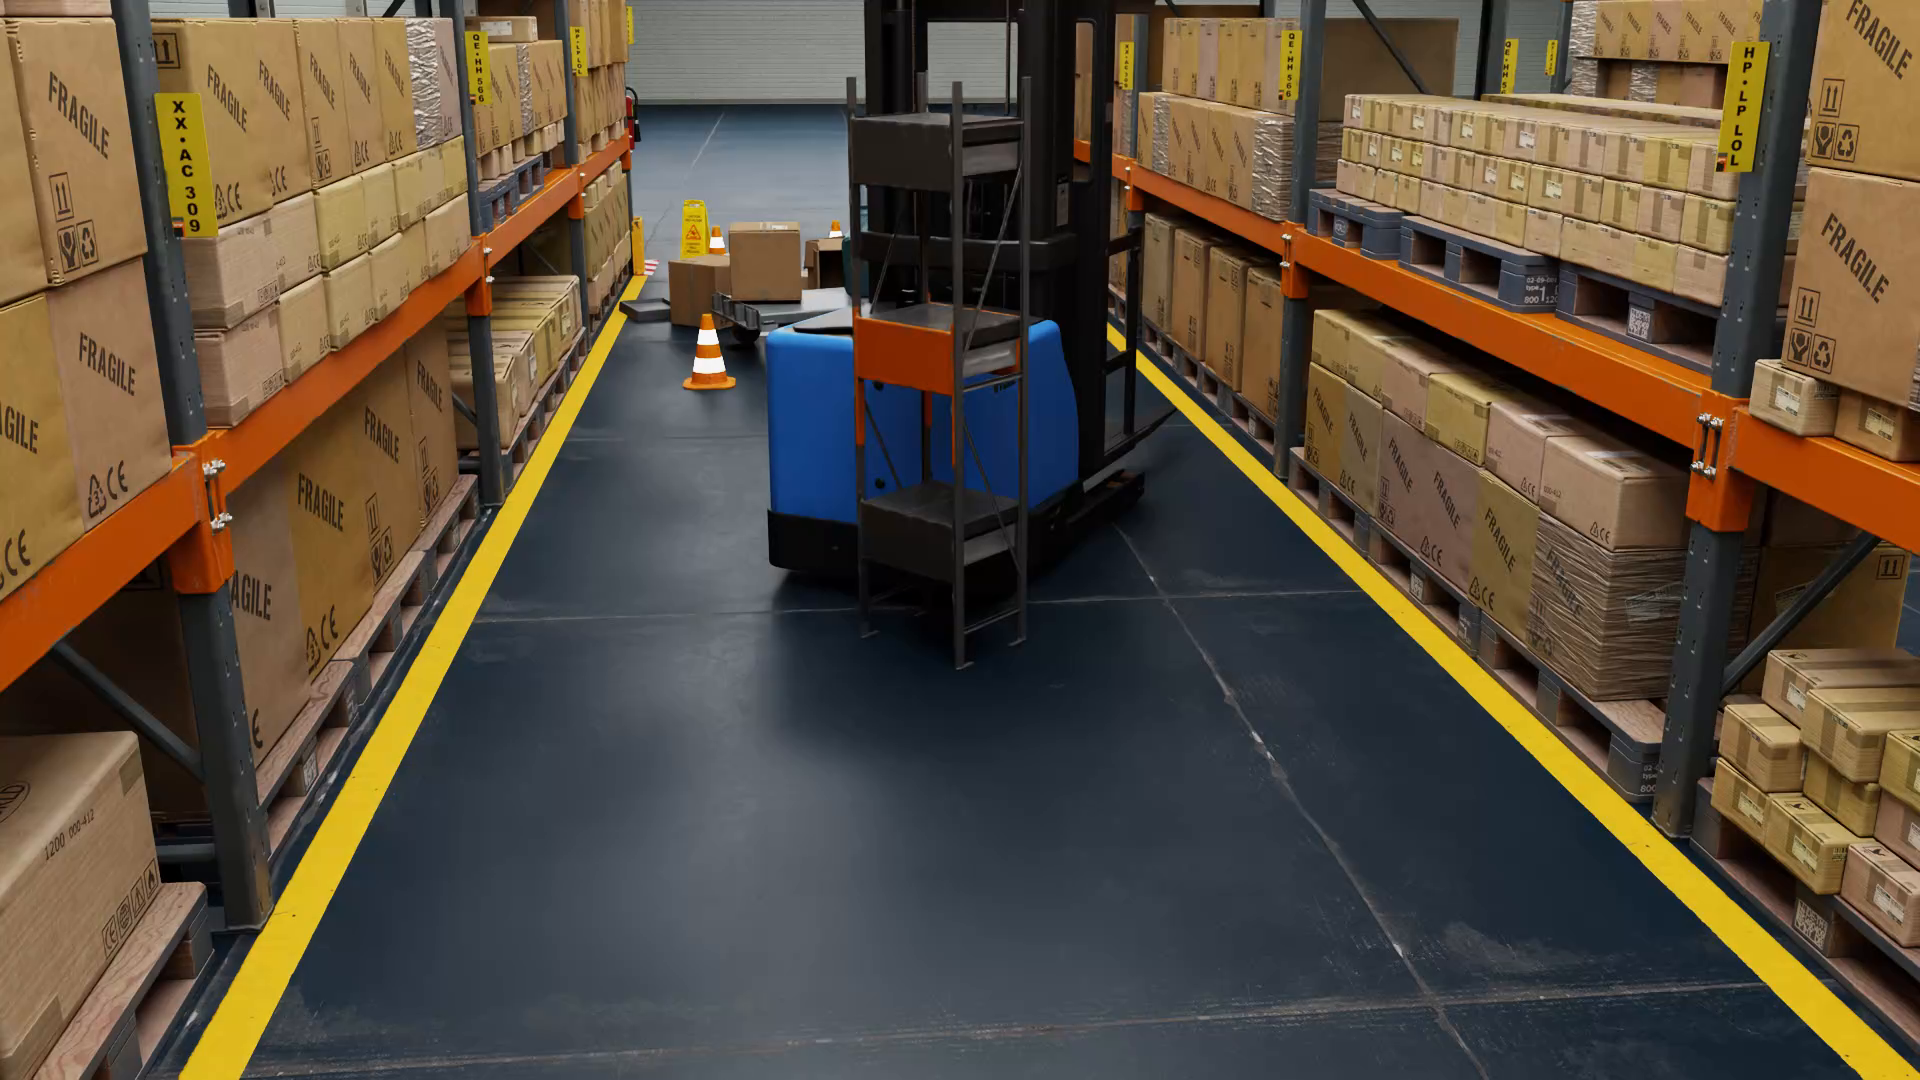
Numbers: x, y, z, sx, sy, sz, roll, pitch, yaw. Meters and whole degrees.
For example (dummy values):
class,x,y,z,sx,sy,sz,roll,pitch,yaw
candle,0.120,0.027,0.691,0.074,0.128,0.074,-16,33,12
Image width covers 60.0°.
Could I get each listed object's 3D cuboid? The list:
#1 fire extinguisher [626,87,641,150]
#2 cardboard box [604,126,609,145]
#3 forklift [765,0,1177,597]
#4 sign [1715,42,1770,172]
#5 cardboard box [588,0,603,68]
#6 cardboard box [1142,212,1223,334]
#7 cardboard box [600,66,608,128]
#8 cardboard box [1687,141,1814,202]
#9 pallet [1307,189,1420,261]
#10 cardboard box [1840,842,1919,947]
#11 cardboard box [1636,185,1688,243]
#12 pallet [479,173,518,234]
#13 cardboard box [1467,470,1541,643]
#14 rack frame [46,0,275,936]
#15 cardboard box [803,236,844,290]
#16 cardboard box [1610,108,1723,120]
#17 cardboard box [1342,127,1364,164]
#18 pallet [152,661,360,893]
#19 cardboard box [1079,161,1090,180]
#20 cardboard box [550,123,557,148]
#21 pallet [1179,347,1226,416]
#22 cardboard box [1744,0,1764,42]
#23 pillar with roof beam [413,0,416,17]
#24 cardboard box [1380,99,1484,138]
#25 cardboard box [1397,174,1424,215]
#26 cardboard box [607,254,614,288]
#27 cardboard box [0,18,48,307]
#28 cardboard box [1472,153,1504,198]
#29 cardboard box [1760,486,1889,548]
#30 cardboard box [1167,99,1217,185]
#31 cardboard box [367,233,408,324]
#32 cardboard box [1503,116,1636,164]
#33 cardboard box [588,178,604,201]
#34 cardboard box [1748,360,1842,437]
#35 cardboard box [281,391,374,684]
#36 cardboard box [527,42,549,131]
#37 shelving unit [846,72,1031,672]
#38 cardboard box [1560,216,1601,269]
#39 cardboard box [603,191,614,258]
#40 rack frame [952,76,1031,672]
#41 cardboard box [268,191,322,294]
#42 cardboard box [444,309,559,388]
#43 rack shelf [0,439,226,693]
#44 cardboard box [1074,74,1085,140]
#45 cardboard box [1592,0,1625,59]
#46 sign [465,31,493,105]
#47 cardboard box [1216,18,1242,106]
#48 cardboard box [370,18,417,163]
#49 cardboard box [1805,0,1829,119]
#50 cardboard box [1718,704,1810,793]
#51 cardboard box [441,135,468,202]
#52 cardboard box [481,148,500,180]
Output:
class,x,y,z,sx,sy,sz,roll,pitch,yaw
fire extinguisher,-3.135,-3.985,15.493,0.296,0.674,0.183,-2,18,-6
cardboard box,-3.128,-3.370,13.824,0.380,0.149,0.250,-2,18,-6
forklift,0.266,-1.567,7.775,1.130,2.935,3.031,8,19,24
sign,2.018,-1.116,4.291,0.100,0.325,0.005,-2,18,-6
cardboard box,-3.029,-3.740,12.248,0.700,0.500,0.500,-2,18,-5
cardboard box,1.898,-1.910,11.808,1.050,0.750,0.750,-2,18,-6
cardboard box,-3.122,-3.560,13.346,0.500,0.500,0.500,-2,17,-5
cardboard box,2.334,-1.060,4.770,0.380,0.149,0.250,-1,17,-3
pallet,2.337,-1.473,7.682,1.213,0.211,1.003,-2,18,-6
cardboard box,2.393,0.848,4.026,0.380,0.149,0.250,-2,18,-6
cardboard box,2.304,-0.995,5.061,0.380,0.149,0.250,-2,18,-5
pallet,-2.935,-1.708,8.430,1.213,0.211,1.003,-2,18,-6
cardboard box,2.190,0.045,5.999,0.500,0.500,0.500,-2,18,-7
rack frame,-2.343,-0.399,3.940,1.000,3.000,0.127,-2,18,-6
cardboard box,-0.882,-2.338,14.284,0.637,0.503,0.797,16,24,42
cardboard box,2.795,-1.621,6.557,0.380,0.149,0.250,-1,17,-3
cardboard box,2.007,-1.846,7.770,0.380,0.149,0.250,-1,17,-3
pallet,-2.498,0.704,5.082,1.003,0.211,1.213,-2,18,-6
cardboard box,1.561,-2.882,14.694,0.875,0.875,0.875,-2,18,-7
cardboard box,-2.769,-2.563,10.552,0.380,0.149,0.250,-2,18,-7
pallet,2.028,-1.043,10.647,1.003,0.211,1.213,-2,18,-6
cardboard box,6.368,-3.881,12.697,0.500,0.500,0.500,-2,18,-6
pillar with roof beam,-7.536,-13.730,36.387,9.100,9.000,0.400,-2,18,-6
cardboard box,2.063,-1.841,7.259,0.380,0.149,0.250,-2,18,-6
cardboard box,2.088,-1.474,7.082,0.380,0.149,0.250,-1,17,-3
cardboard box,-3.084,-2.172,13.476,0.500,0.250,0.500,-2,18,-6
cardboard box,-1.976,-0.640,2.872,0.500,0.500,0.500,-2,18,-6
cardboard box,2.173,-1.382,6.293,0.380,0.149,0.250,-1,17,-4
cardboard box,2.756,-0.176,5.449,0.500,0.250,0.500,-3,18,-8
cardboard box,1.633,-2.549,10.620,0.500,0.500,0.500,-2,18,-6
cardboard box,-2.261,-0.923,5.860,0.500,0.250,0.500,-2,18,-7
cardboard box,2.201,-1.448,6.007,0.380,0.149,0.250,-3,18,-8
cardboard box,-2.969,-2.714,12.870,0.380,0.149,0.250,-1,17,-4
cardboard box,2.273,-0.367,4.259,0.380,0.149,0.250,-1,17,-4
cardboard box,-2.588,-0.037,5.632,0.875,0.875,0.875,-1,17,-4
cardboard box,-2.793,-2.740,10.033,0.500,0.500,0.500,-1,17,-4
shelving unit,-0.070,-0.609,6.093,0.503,2.100,0.431,15,24,38
cardboard box,2.255,-1.001,5.576,0.380,0.149,0.250,-3,18,-8
cardboard box,-3.080,-2.526,13.354,0.500,0.500,0.500,-1,17,-3
rack frame,0.114,-0.559,5.941,0.015,2.100,0.400,15,24,38
cardboard box,-2.190,-0.860,4.825,0.500,0.250,0.500,-2,17,-5
cardboard box,-2.961,-1.152,10.023,0.950,0.372,0.625,-1,17,-4
rack shelf,-2.137,0.540,2.149,1.077,0.370,4.000,-2,18,-6
cardboard box,1.427,-3.786,14.477,0.875,0.550,0.550,-2,18,-6
cardboard box,6.106,-4.625,15.070,0.500,0.500,0.500,-2,18,-6
sign,-2.204,-2.161,7.620,0.100,0.325,0.005,-2,18,-6
cardboard box,1.959,-2.888,10.032,0.700,0.500,0.500,-2,18,-6
cardboard box,-2.337,-1.669,6.148,0.500,0.500,0.500,-2,18,-6
cardboard box,6.631,-3.334,11.586,1.000,1.000,1.000,-2,18,-5
cardboard box,2.289,0.554,4.467,0.380,0.149,0.250,-1,17,-3
cardboard box,-2.453,-1.621,7.249,0.500,0.250,0.500,-2,18,-6
cardboard box,-2.583,-1.942,8.573,0.380,0.149,0.250,-3,18,-9
